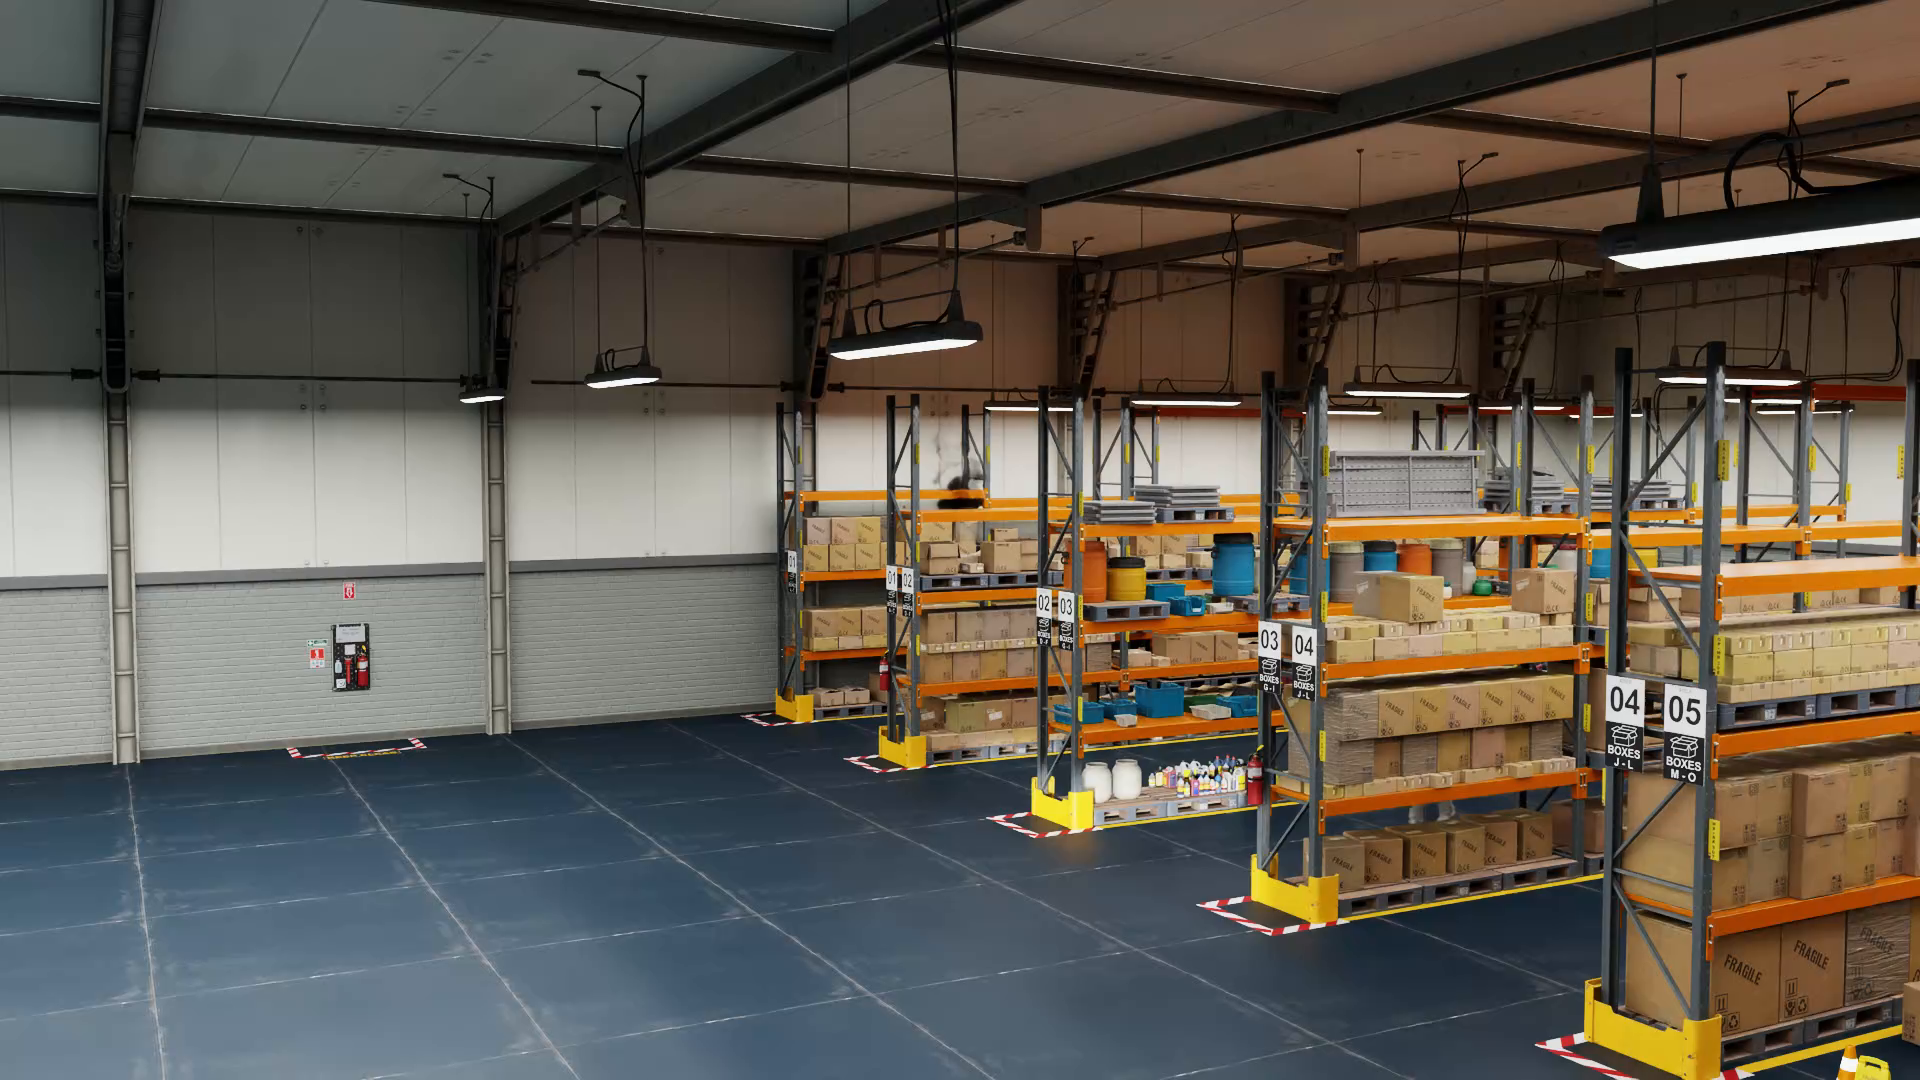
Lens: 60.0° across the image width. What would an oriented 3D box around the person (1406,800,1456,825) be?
[{"bbox_3d":[6.344,2.999,22.438,0.876,1.822,0.694,-2,4,-35],"label":"person"}]
